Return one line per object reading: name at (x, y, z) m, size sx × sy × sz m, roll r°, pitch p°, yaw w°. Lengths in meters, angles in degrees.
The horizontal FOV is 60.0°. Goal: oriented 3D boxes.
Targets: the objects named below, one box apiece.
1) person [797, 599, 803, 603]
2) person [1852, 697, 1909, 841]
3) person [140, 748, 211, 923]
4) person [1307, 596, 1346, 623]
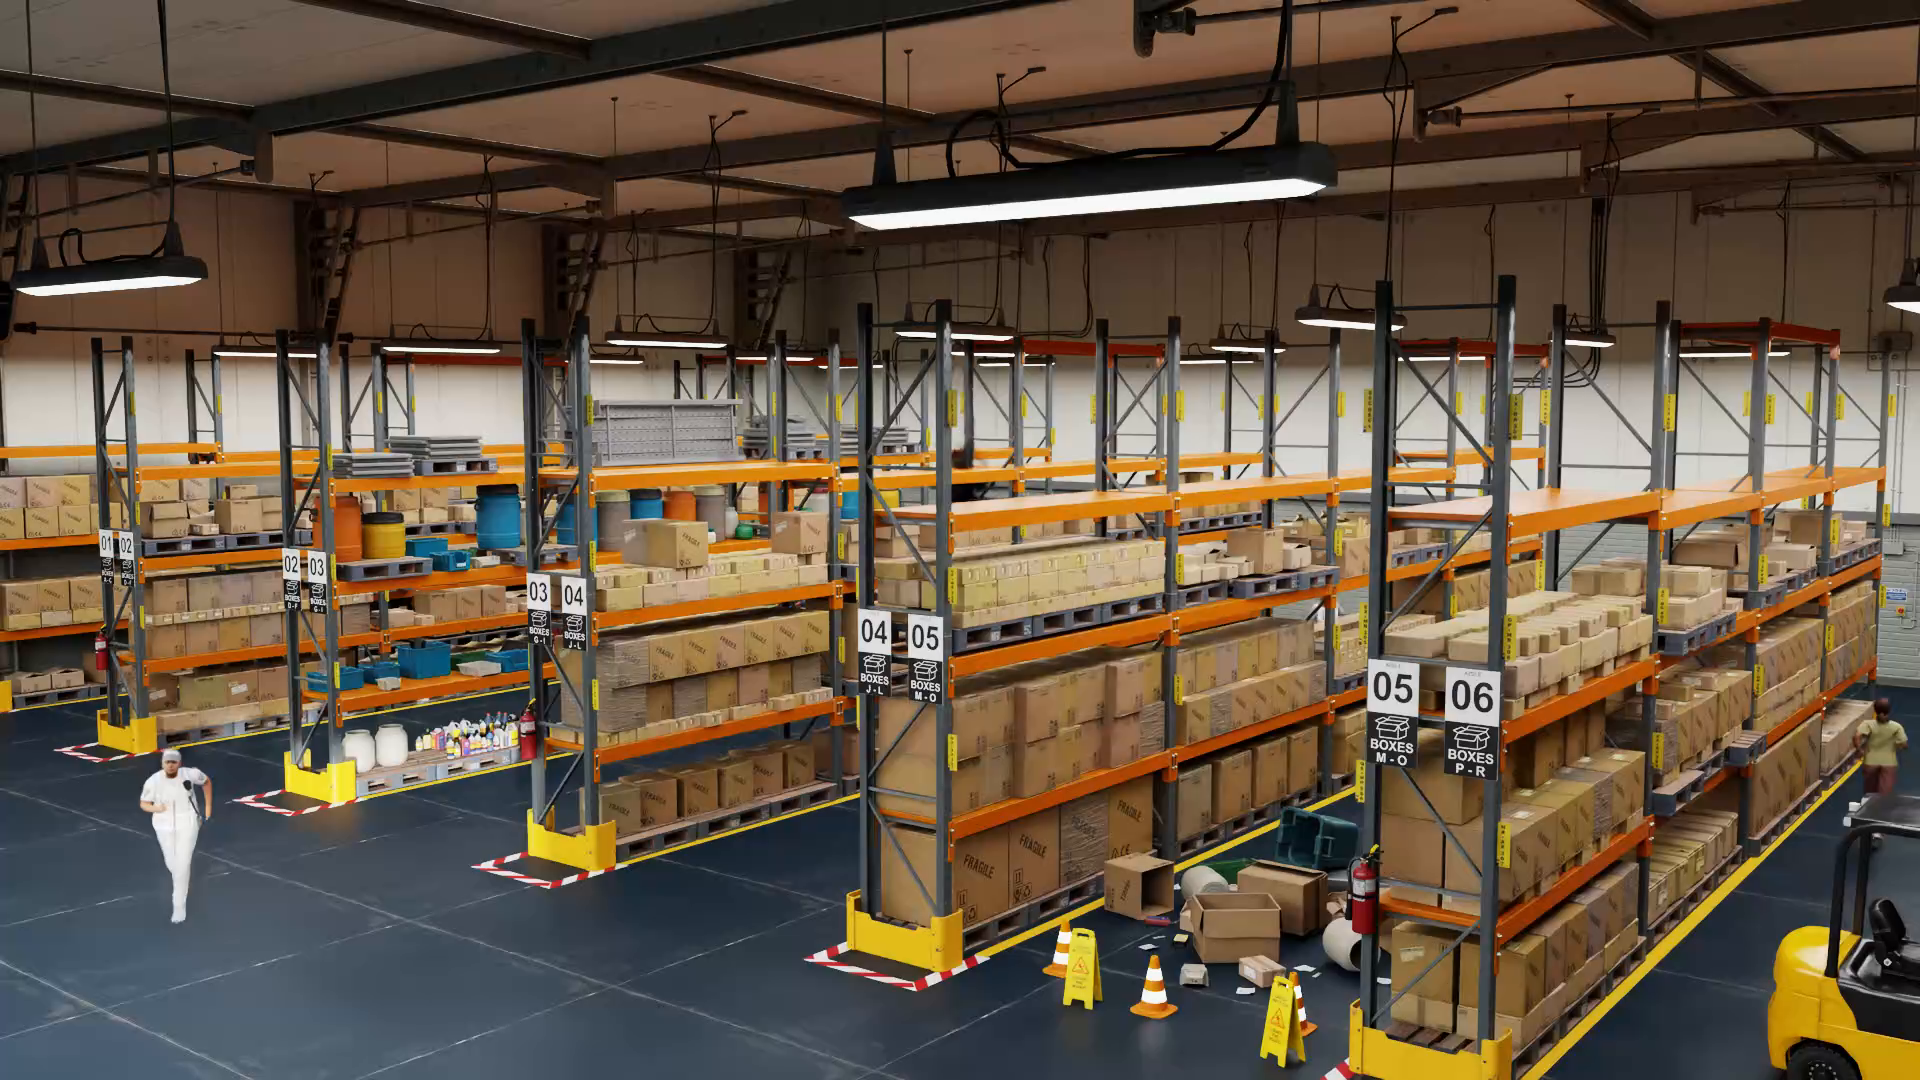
person at (-3.012, 1.448, 32.794) m, size 0.562 × 1.660 × 0.969 m, roll 3°, pitch 6°, yaw 31°
person at (10.587, 2.657, 19.149) m, size 0.562 × 1.713 × 0.728 m, roll 3°, pitch 6°, yaw 33°
person at (-7.840, 2.904, 16.655) m, size 0.627 × 1.712 × 0.854 m, roll -2°, pitch 5°, yaw -18°
person at (6.593, 1.715, 29.873) m, size 0.714 × 1.723 × 0.620 m, roll 0°, pitch 5°, yaw 5°
